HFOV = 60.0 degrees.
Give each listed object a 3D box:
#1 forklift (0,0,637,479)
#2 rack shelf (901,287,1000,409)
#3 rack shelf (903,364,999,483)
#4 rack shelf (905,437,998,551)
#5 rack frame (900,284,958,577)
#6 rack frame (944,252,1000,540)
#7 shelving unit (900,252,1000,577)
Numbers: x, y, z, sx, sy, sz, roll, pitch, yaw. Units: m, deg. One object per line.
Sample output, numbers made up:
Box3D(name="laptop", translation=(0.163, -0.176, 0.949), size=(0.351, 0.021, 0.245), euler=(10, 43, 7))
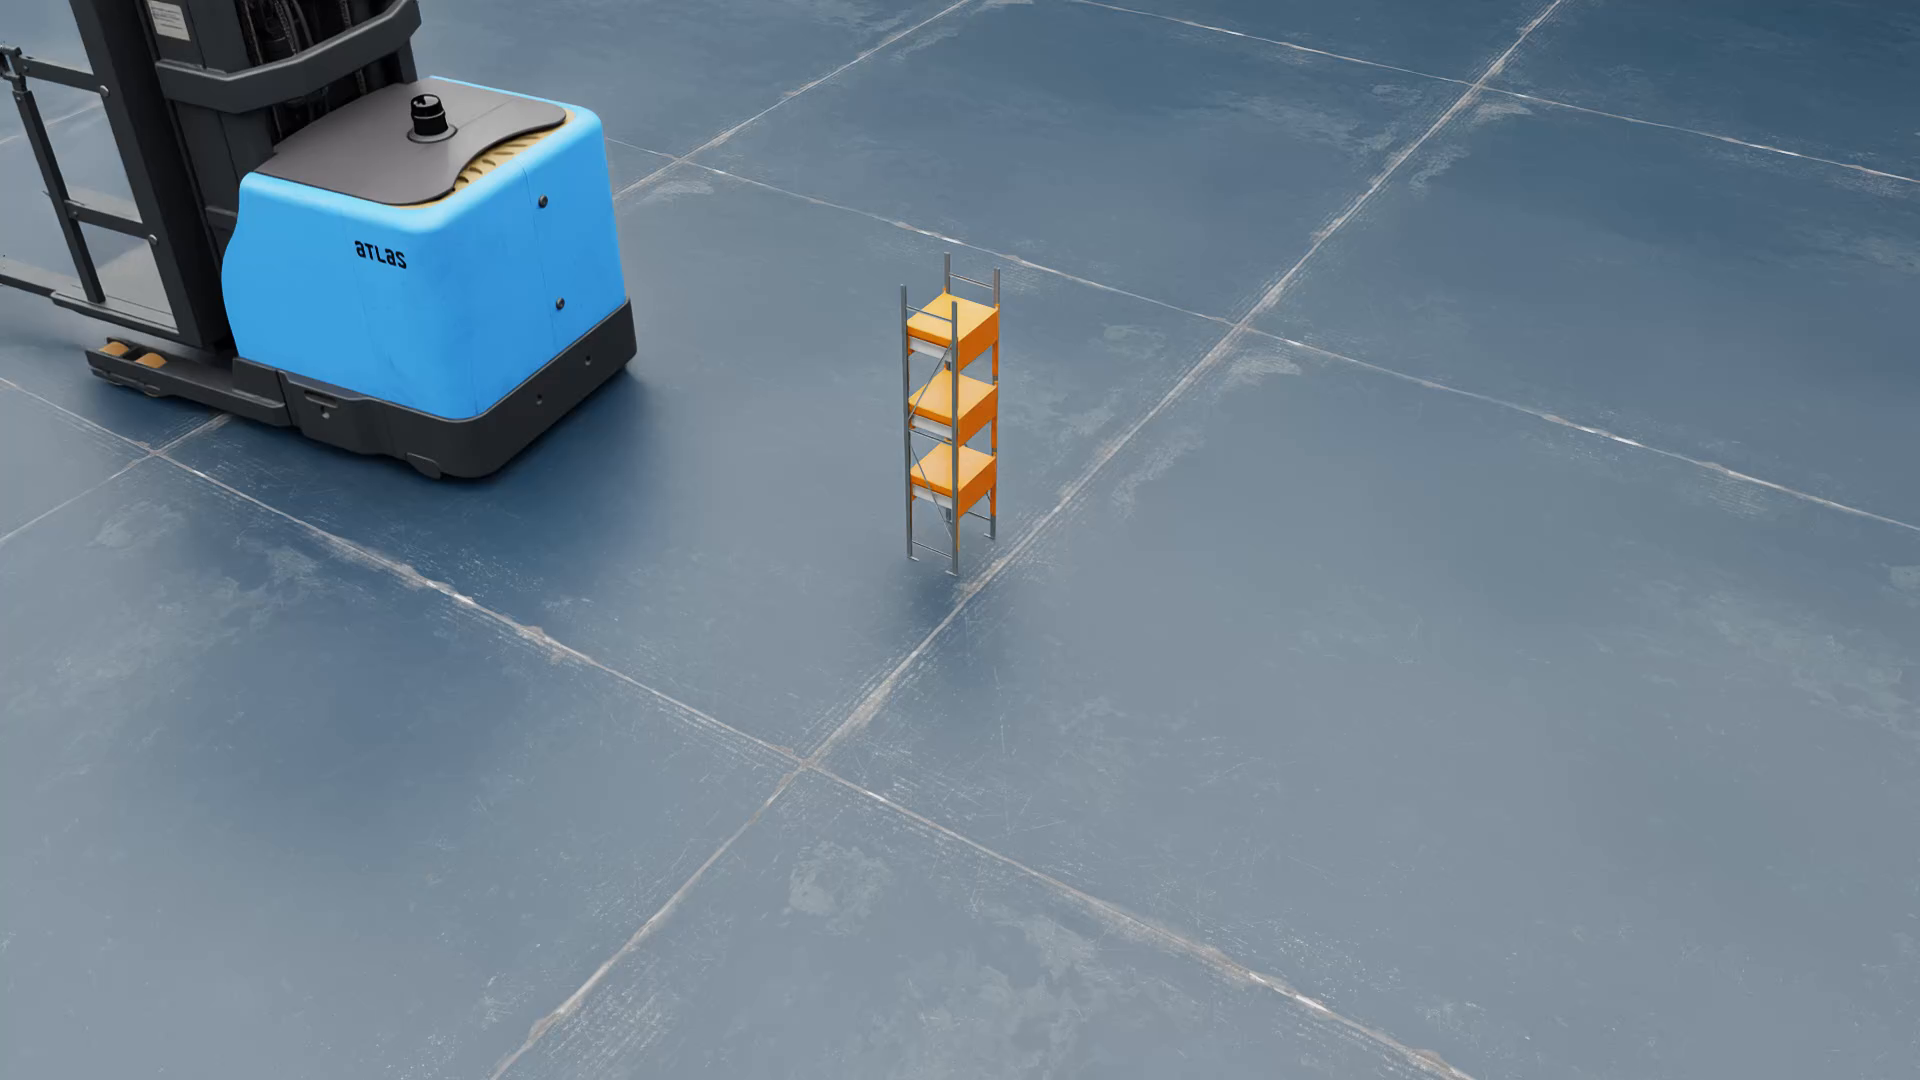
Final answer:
Box3D(name="forklift", translation=(-2.839, -1.990, 5.931), size=(3.031, 2.935, 1.130), euler=(16, 41, 20))
Box3D(name="rack shelf", translation=(-0.029, -0.605, 5.227), size=(0.215, 0.259, 0.240), euler=(21, 42, 25))
Box3D(name="rack shelf", translation=(-0.029, -0.380, 5.400), size=(0.215, 0.259, 0.240), euler=(21, 42, 25))
Box3D(name="rack shelf", translation=(-0.029, -0.160, 5.570), size=(0.215, 0.259, 0.240), euler=(21, 42, 25))
Box3D(name="rack frame", translation=(-0.094, -0.325, 5.312), size=(0.200, 1.050, 0.008), euler=(21, 42, 25))
Box3D(name="rack frame", translation=(0.037, -0.451, 5.475), size=(0.200, 1.050, 0.008), euler=(21, 42, 25))
Box3D(name="shelving unit", translation=(-0.029, -0.388, 5.394), size=(0.215, 1.050, 0.252), euler=(21, 42, 25))
